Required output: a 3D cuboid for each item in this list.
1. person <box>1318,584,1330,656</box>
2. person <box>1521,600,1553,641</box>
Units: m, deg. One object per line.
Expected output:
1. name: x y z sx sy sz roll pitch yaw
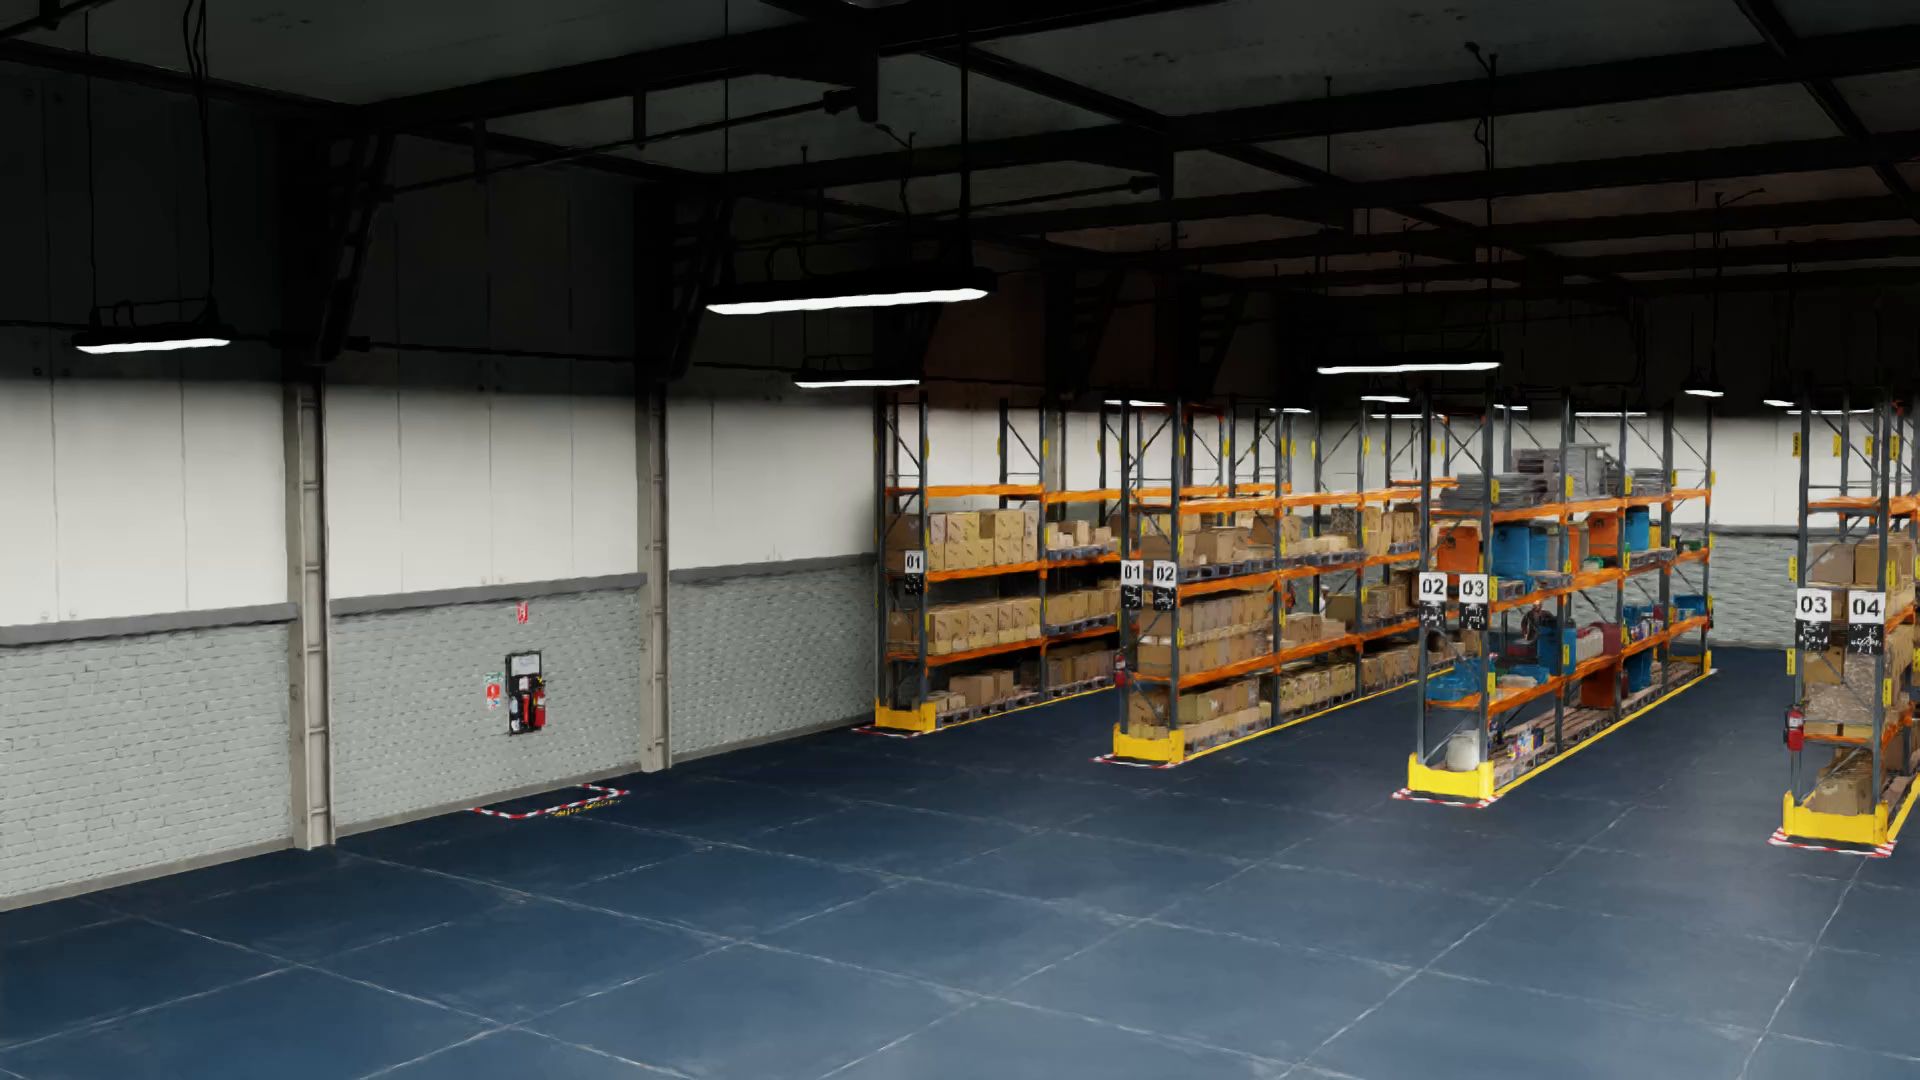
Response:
1. person: 8.857 1.911 40.146 0.591 1.699 1.042 2 4 34
2. person: 12.566 2.135 36.150 0.729 1.733 0.546 2 4 33
